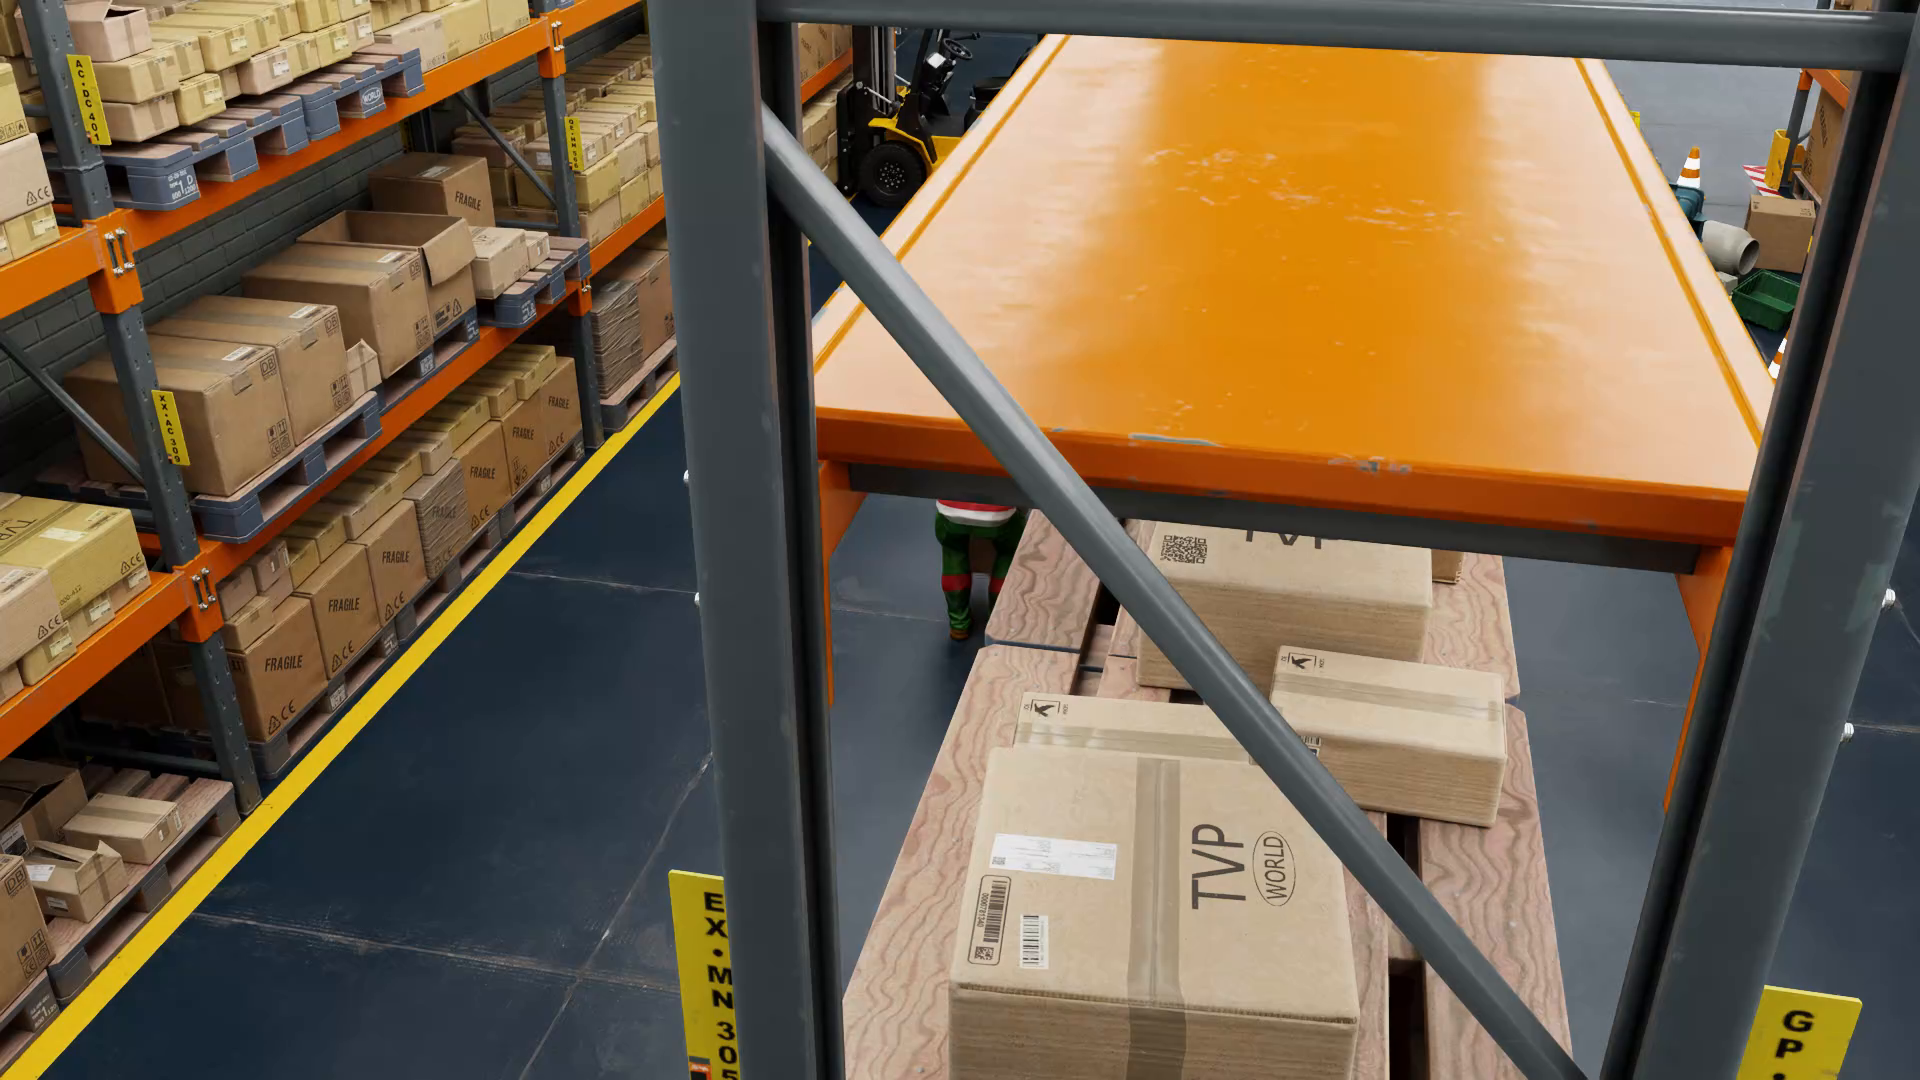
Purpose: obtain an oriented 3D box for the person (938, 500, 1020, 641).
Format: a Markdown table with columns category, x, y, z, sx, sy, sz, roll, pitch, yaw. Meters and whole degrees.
| category | x | y | z | sx | sy | sz | roll | pitch | yaw |
| --- | --- | --- | --- | --- | --- | --- | --- | --- | --- |
| person | 0.097 | -0.294 | 8.648 | 0.493 | 1.782 | 0.574 | 6 | 29 | 11 |
